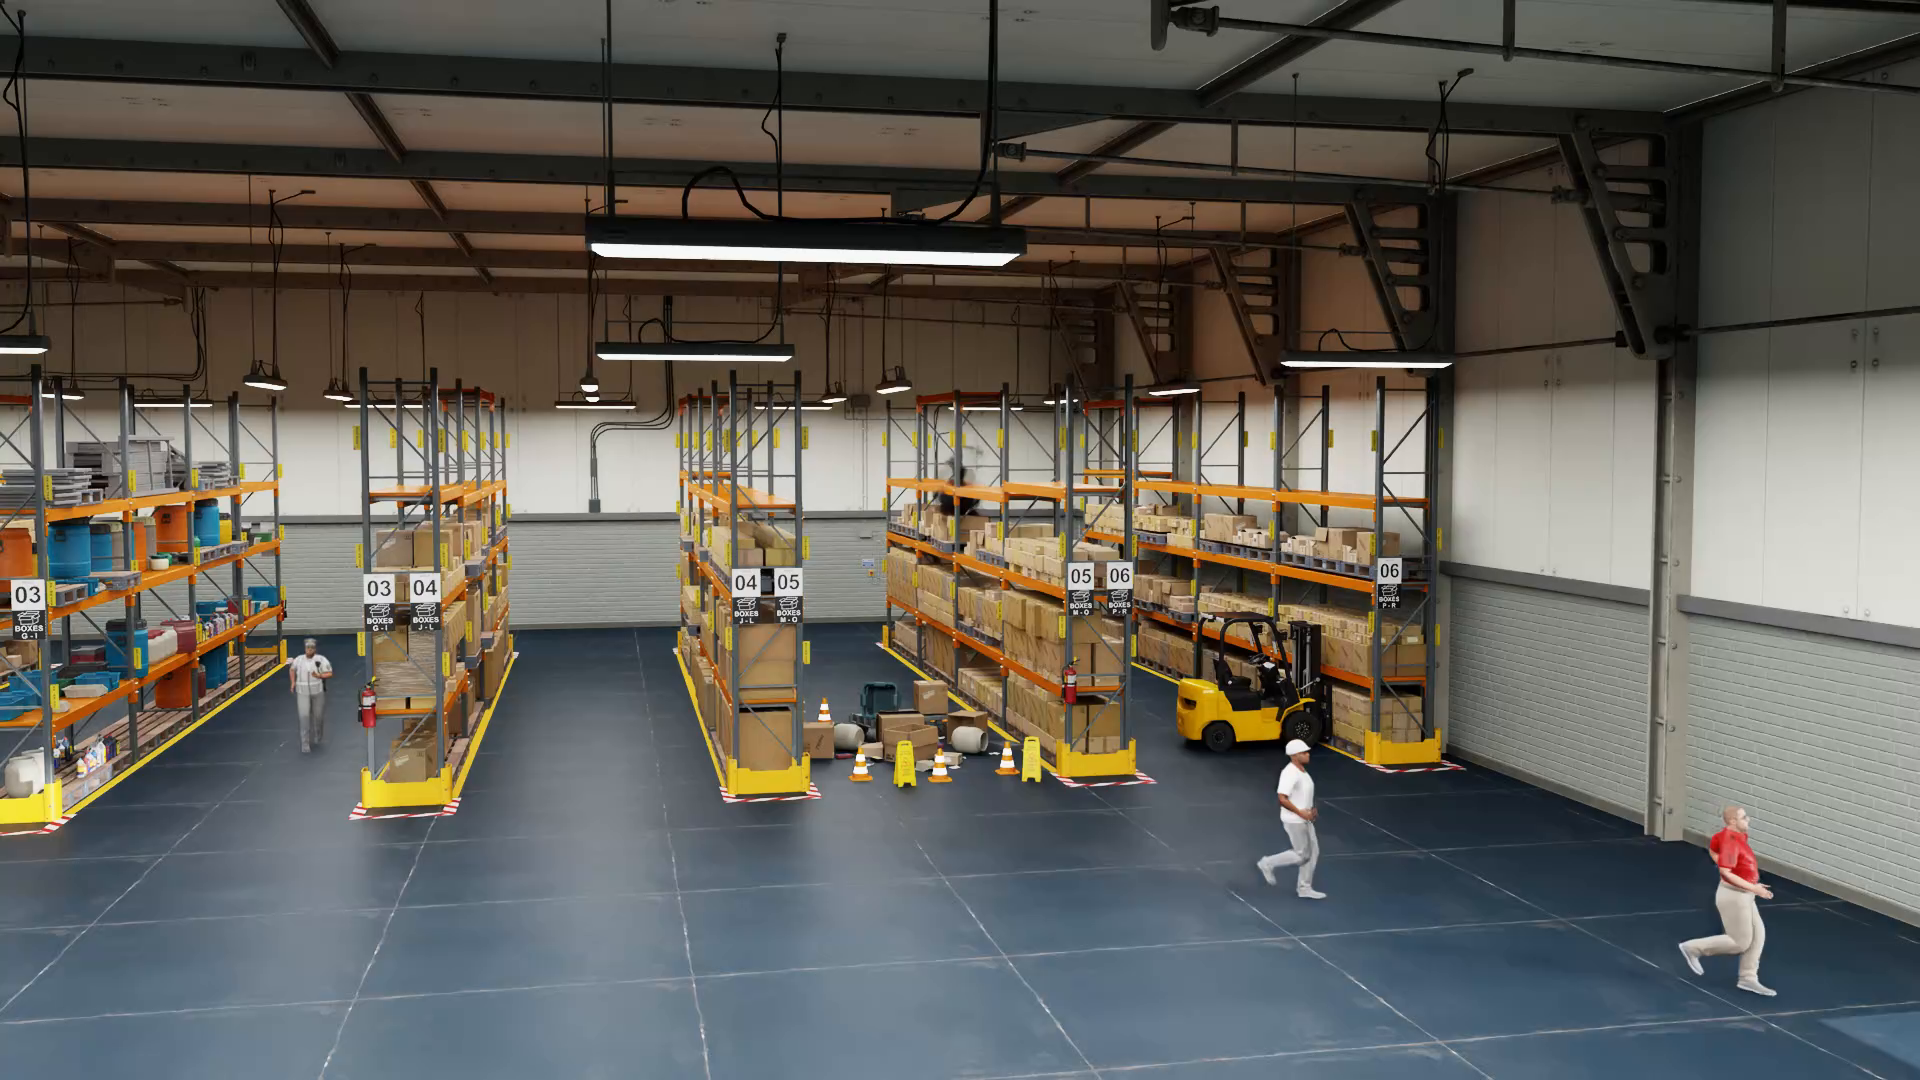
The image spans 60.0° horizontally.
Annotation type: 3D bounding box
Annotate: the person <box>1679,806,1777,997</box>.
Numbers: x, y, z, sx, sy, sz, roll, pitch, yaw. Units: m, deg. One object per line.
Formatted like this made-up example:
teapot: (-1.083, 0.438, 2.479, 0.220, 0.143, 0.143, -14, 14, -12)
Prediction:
person: (7.006, 3.266, 15.143, 0.816, 1.717, 0.663, 2, 4, 25)

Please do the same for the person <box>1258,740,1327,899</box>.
person: (3.660, 3.050, 18.239, 0.749, 1.734, 0.691, 2, 4, 24)

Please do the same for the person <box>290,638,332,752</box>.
person: (-10.556, 2.482, 27.050, 0.658, 1.782, 0.976, -1, 4, -19)
